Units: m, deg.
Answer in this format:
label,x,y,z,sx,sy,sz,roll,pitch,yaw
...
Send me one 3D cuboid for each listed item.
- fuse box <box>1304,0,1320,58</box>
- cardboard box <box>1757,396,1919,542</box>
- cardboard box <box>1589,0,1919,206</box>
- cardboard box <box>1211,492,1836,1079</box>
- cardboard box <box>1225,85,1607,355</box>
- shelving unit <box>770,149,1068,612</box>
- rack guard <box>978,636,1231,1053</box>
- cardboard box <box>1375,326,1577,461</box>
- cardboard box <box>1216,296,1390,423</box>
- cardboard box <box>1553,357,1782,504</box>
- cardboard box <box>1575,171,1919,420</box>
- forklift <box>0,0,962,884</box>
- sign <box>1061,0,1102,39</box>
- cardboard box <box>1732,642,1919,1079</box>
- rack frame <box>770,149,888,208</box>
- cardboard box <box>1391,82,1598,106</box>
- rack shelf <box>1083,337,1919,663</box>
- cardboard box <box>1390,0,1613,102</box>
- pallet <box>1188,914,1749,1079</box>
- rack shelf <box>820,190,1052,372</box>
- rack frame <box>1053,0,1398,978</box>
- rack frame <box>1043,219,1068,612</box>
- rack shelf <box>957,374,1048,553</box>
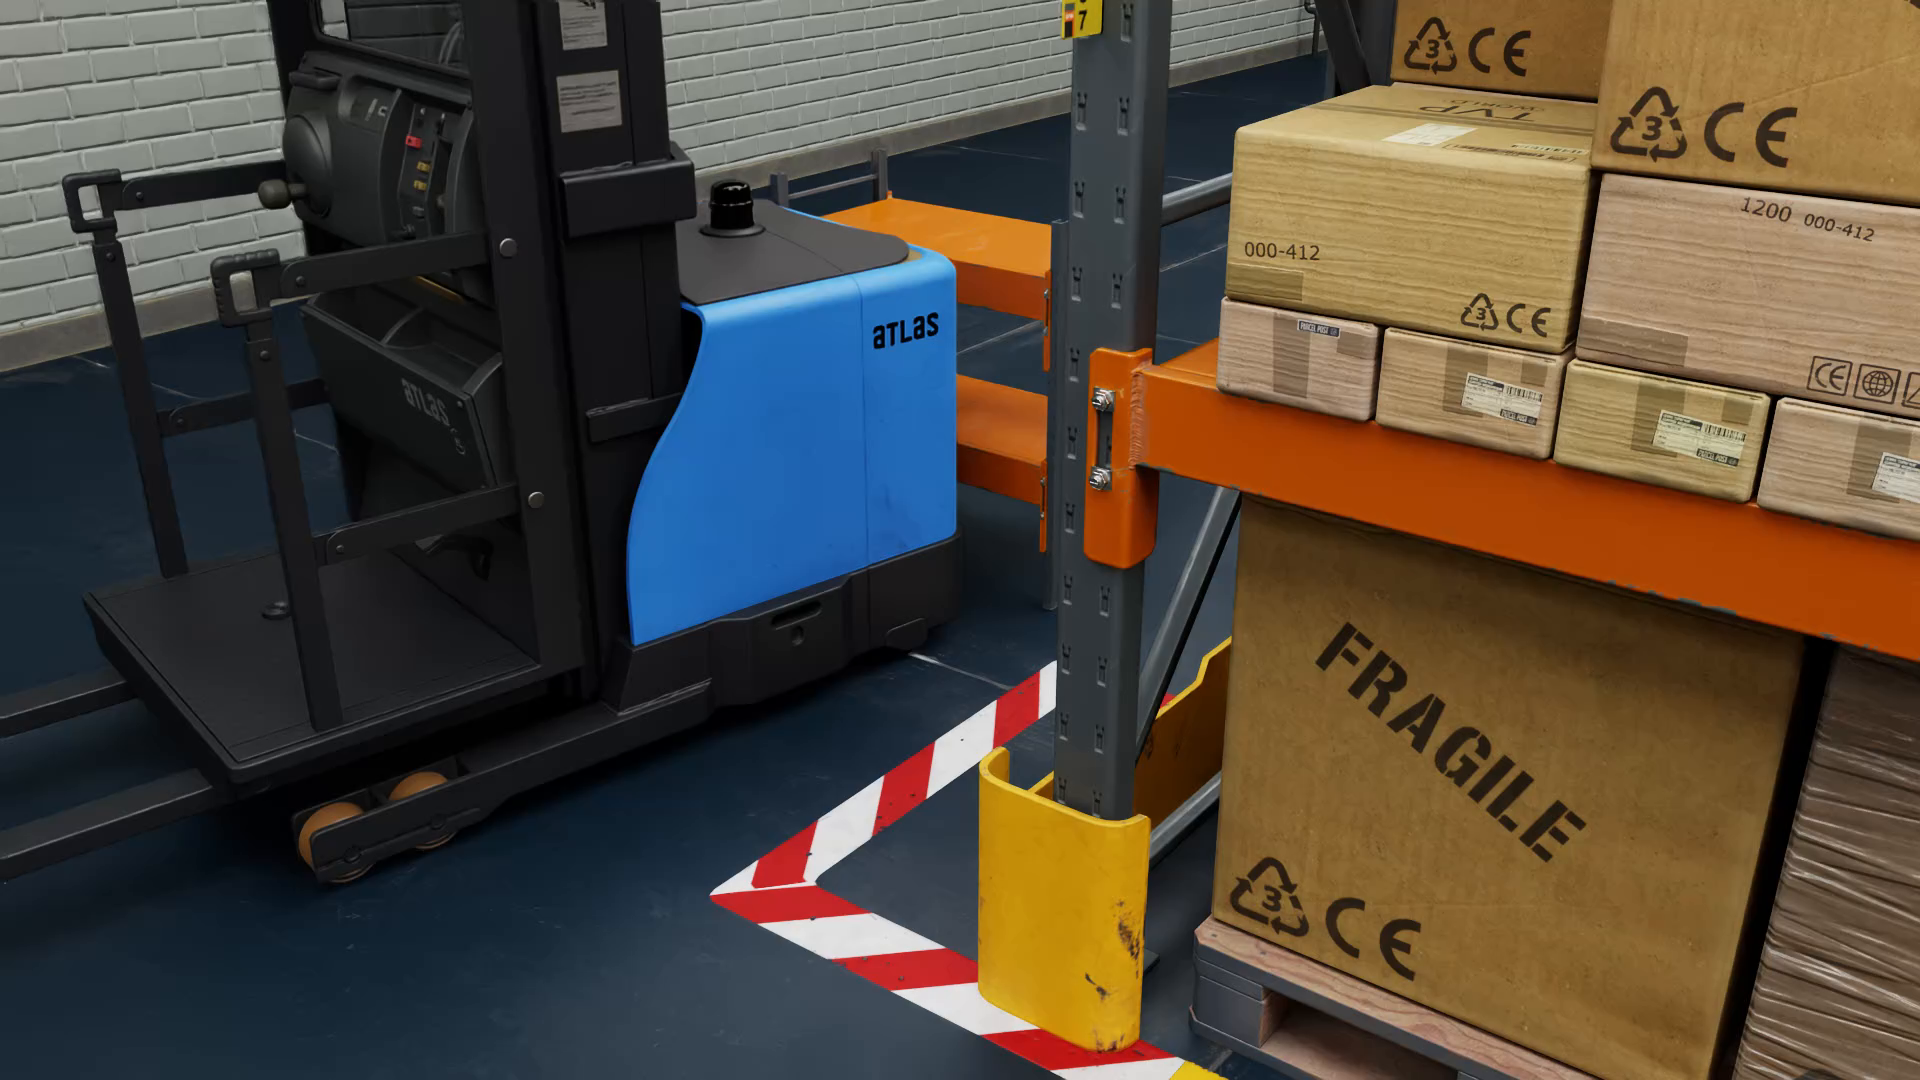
label,x,y,z,sx,sy,sz,roll,pitch,yaw
fuse box,3.310,-5.239,15.019,0.414,1.711,0.539,17,29,33
cardboard box,1.223,-0.140,2.159,0.250,0.149,0.380,16,29,33
cardboard box,1.138,-0.720,2.050,0.500,0.500,0.500,16,28,32
cardboard box,1.076,0.276,3.018,0.875,0.875,0.875,17,29,33
cardboard box,0.738,-0.497,2.476,0.500,0.250,0.500,16,28,32
shelving unit,0.004,-0.519,5.031,1.048,1.125,0.538,18,29,34
rack guard,0.497,0.505,3.484,0.348,0.500,1.175,17,29,33
cardboard box,0.808,-0.264,2.441,0.250,0.149,0.380,16,29,33
cardboard box,0.602,-0.326,2.581,0.250,0.149,0.380,17,29,34
cardboard box,1.013,-0.202,2.301,0.250,0.149,0.380,16,28,32
cardboard box,1.158,-0.374,2.195,0.500,0.250,0.500,16,29,33
forklift,-1.442,-0.844,3.531,3.031,2.935,1.130,-19,30,-37
sign,0.178,-0.888,2.373,0.005,0.325,0.100,17,29,33
cardboard box,1.804,0.496,2.518,0.875,0.875,0.875,17,29,33
rack frame,-0.396,-0.645,5.318,0.032,1.125,0.500,18,29,34
cardboard box,1.063,-0.669,2.865,0.500,0.250,0.500,16,29,32
rack shelf,2.116,0.180,2.014,4.000,0.370,1.077,17,29,33
cardboard box,1.063,-1.011,2.711,0.500,0.500,0.500,17,29,34
pallet,1.203,0.811,3.147,1.213,0.211,1.003,17,29,33
rack shelf,0.004,-0.786,4.912,1.000,0.278,0.538,18,29,34
rack frame,0.516,-0.633,2.967,0.127,3.000,1.000,17,29,33
rack frame,0.404,-0.392,4.744,0.032,1.125,0.500,18,29,34
rack shelf,0.005,-0.295,5.130,1.000,0.278,0.538,18,29,34
